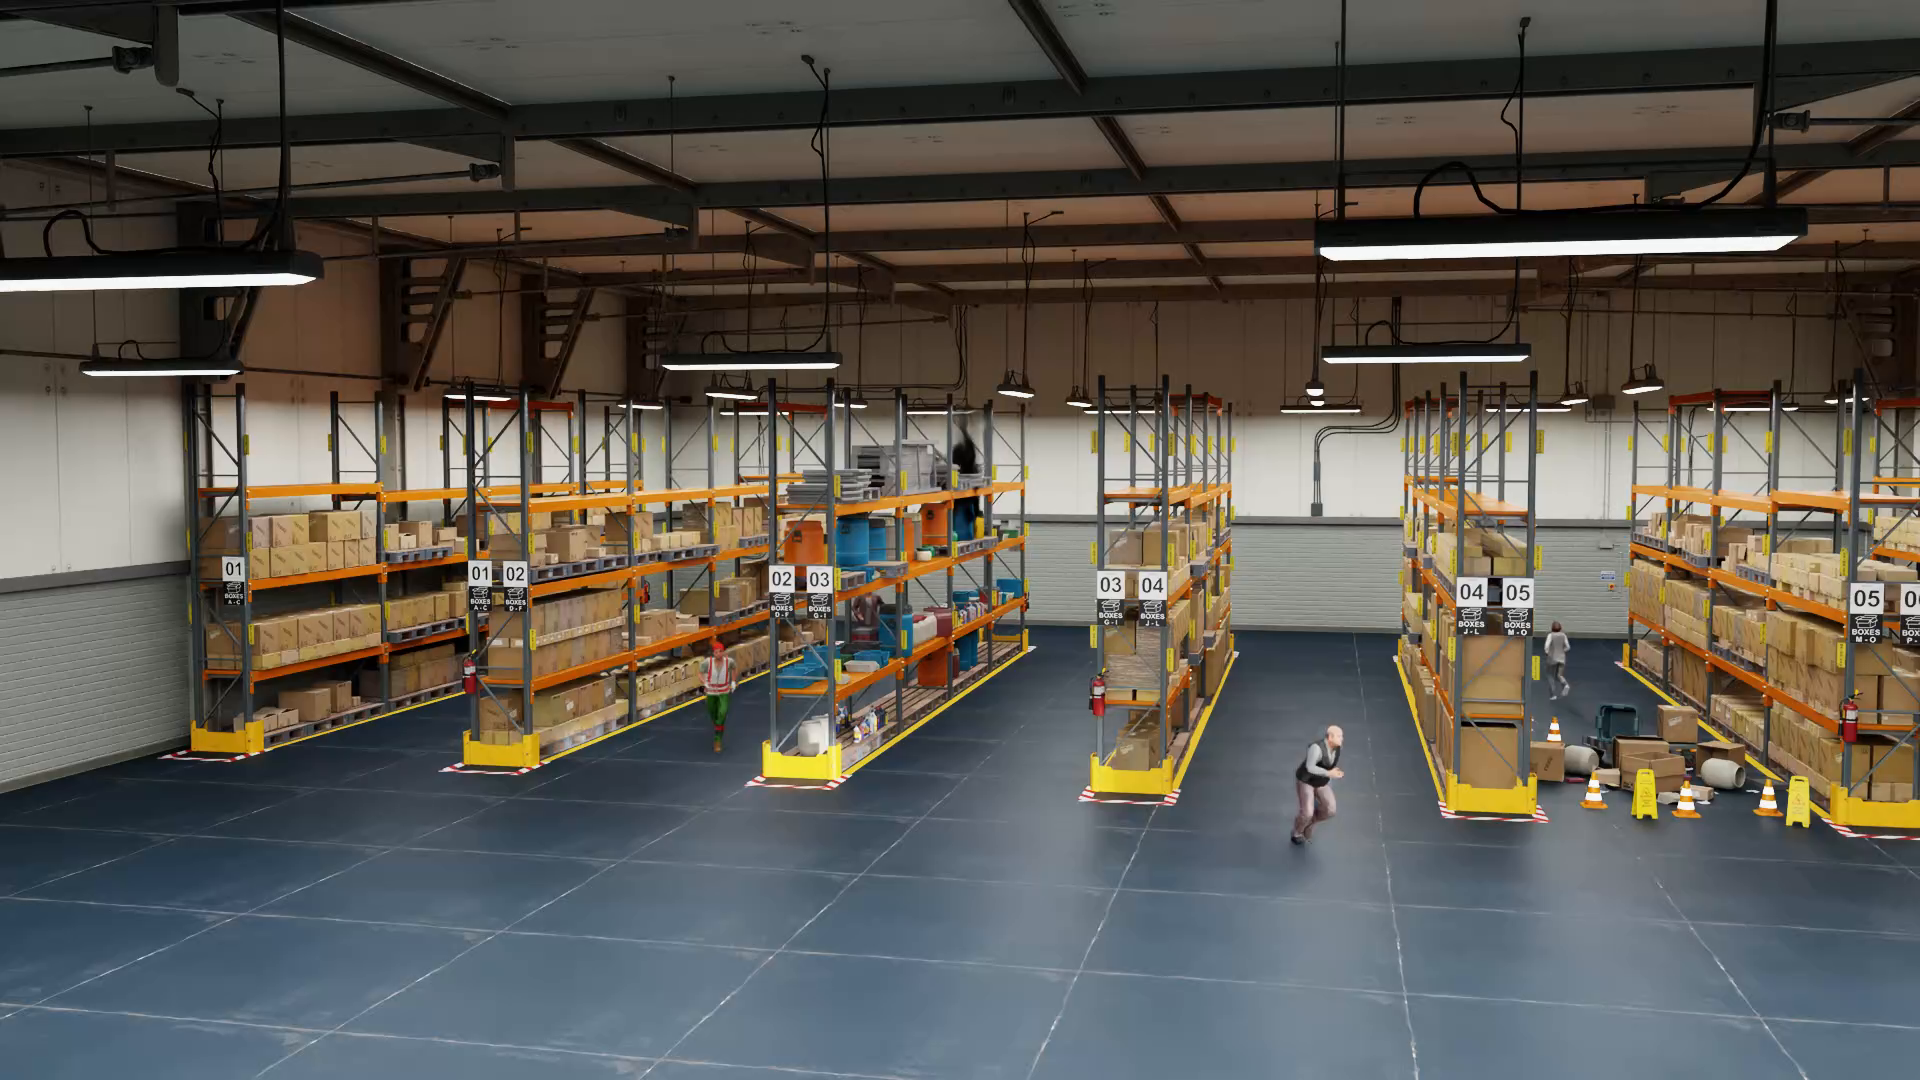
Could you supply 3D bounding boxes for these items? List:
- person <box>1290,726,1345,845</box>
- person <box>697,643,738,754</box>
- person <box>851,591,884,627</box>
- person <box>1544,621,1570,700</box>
[{"bbox_3d":[4.486,3.039,20.633,0.688,1.549,0.886,-2,4,-37],"label":"person"},{"bbox_3d":[-4.004,2.552,27.493,0.658,1.773,1.135,0,3,-5],"label":"person"},{"bbox_3d":[-1.954,1.862,35.278,0.712,1.733,0.894,0,3,1],"label":"person"},{"bbox_3d":[11.648,2.374,32.414,0.526,1.577,0.758,0,3,-1],"label":"person"}]
